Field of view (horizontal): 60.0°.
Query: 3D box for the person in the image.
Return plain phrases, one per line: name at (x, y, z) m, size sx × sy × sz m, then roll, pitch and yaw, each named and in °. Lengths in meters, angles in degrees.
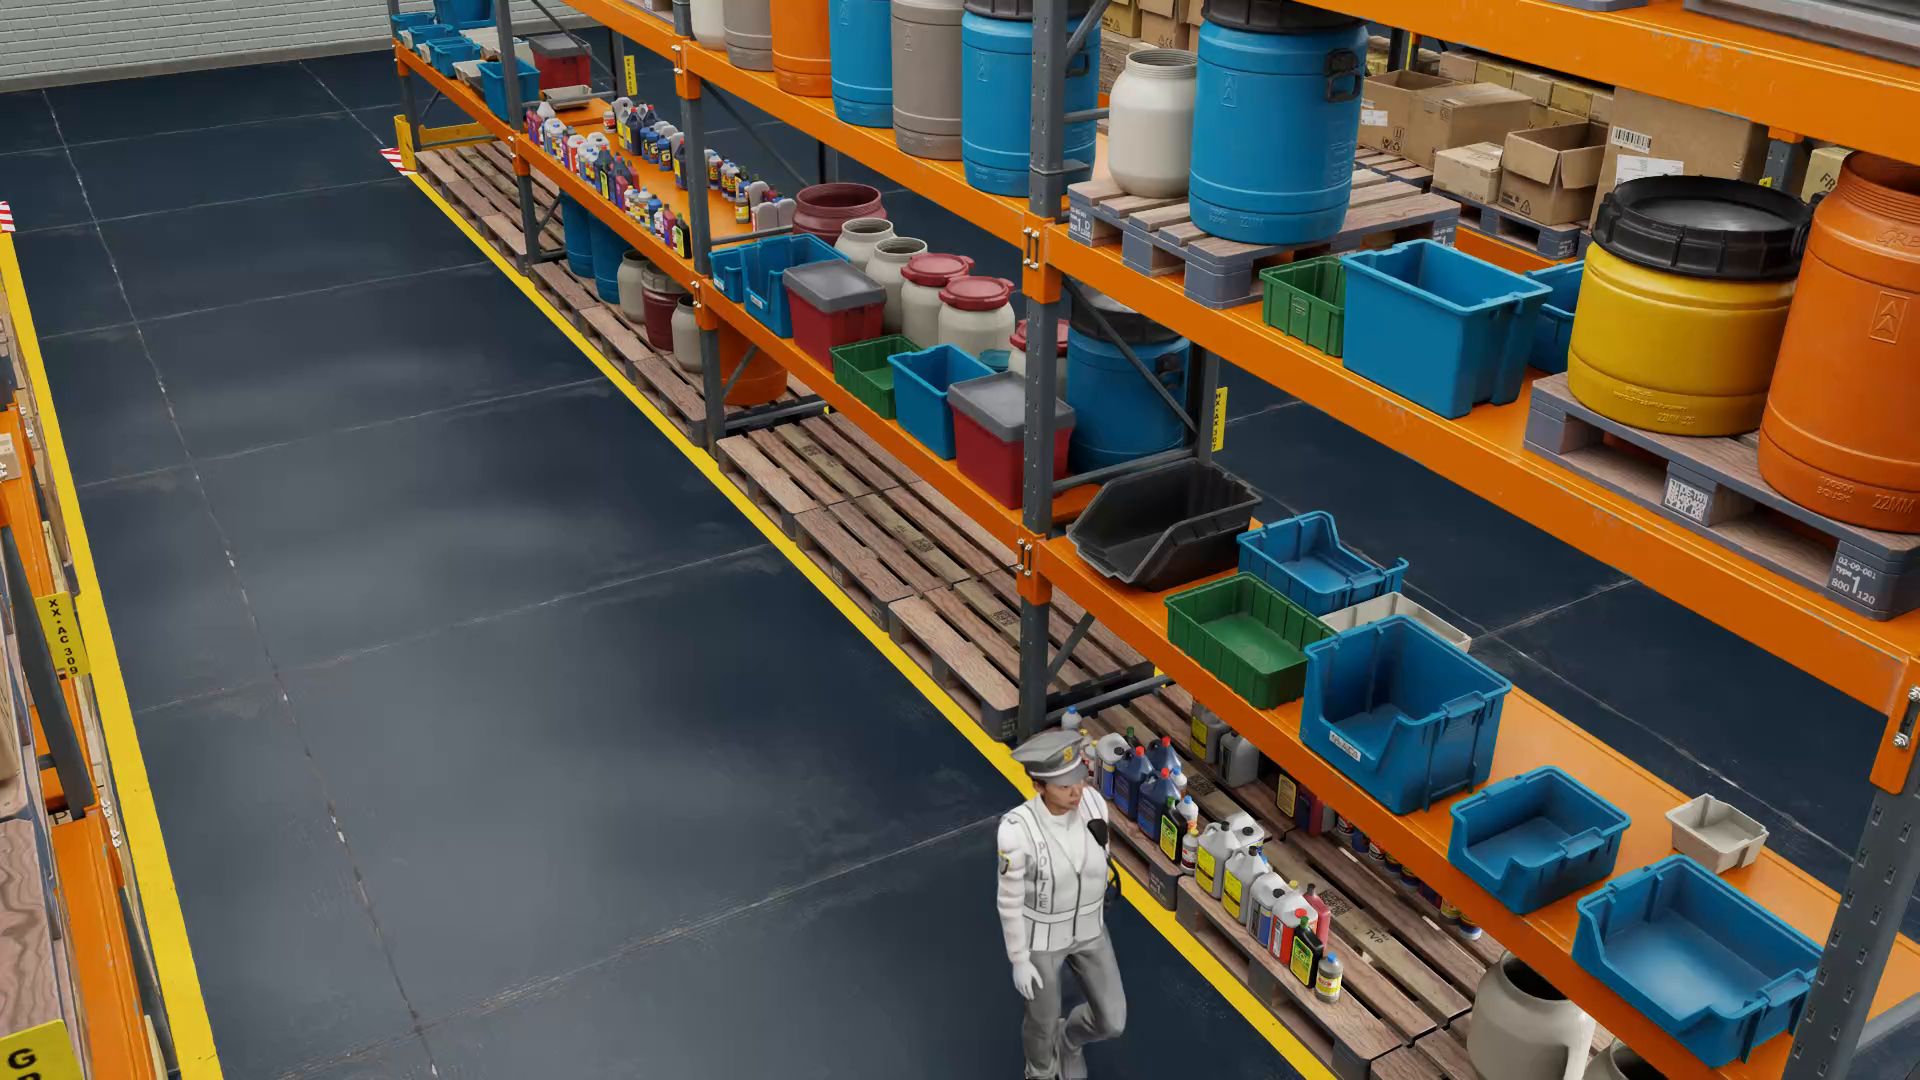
person at (0.365, 1.426, 5.980) m, size 0.481 × 1.699 × 0.430 m, roll -13°, pitch 32°, yaw -23°
